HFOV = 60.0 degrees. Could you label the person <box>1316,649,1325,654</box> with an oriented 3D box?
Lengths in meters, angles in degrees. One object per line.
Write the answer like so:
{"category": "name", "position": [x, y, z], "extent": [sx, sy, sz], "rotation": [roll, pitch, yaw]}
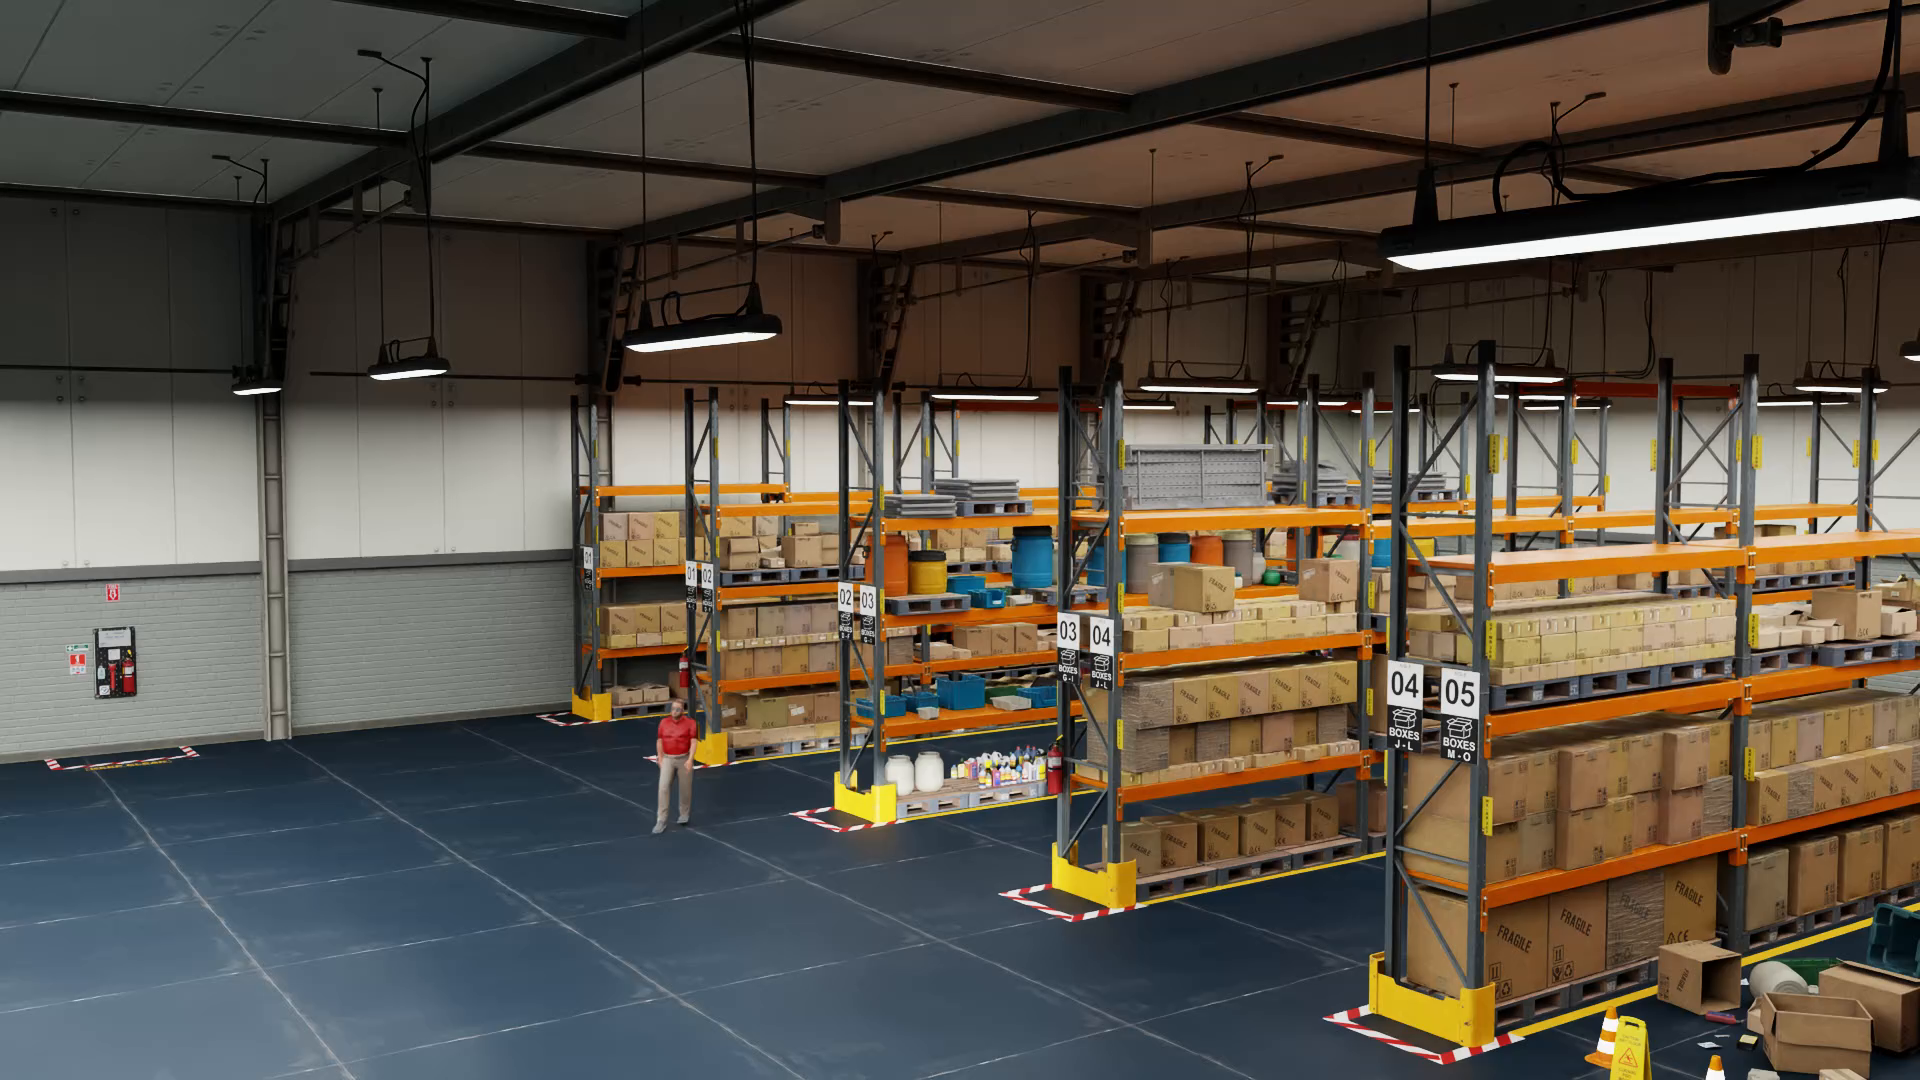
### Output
{"category": "person", "position": [6.687, 2.440, 31.495], "extent": [0.500, 1.675, 0.511], "rotation": [-3, 4, -38]}

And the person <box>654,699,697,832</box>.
{"category": "person", "position": [-3.775, 2.971, 22.084], "extent": [0.576, 1.694, 0.856], "rotation": [-1, 3, -10]}
